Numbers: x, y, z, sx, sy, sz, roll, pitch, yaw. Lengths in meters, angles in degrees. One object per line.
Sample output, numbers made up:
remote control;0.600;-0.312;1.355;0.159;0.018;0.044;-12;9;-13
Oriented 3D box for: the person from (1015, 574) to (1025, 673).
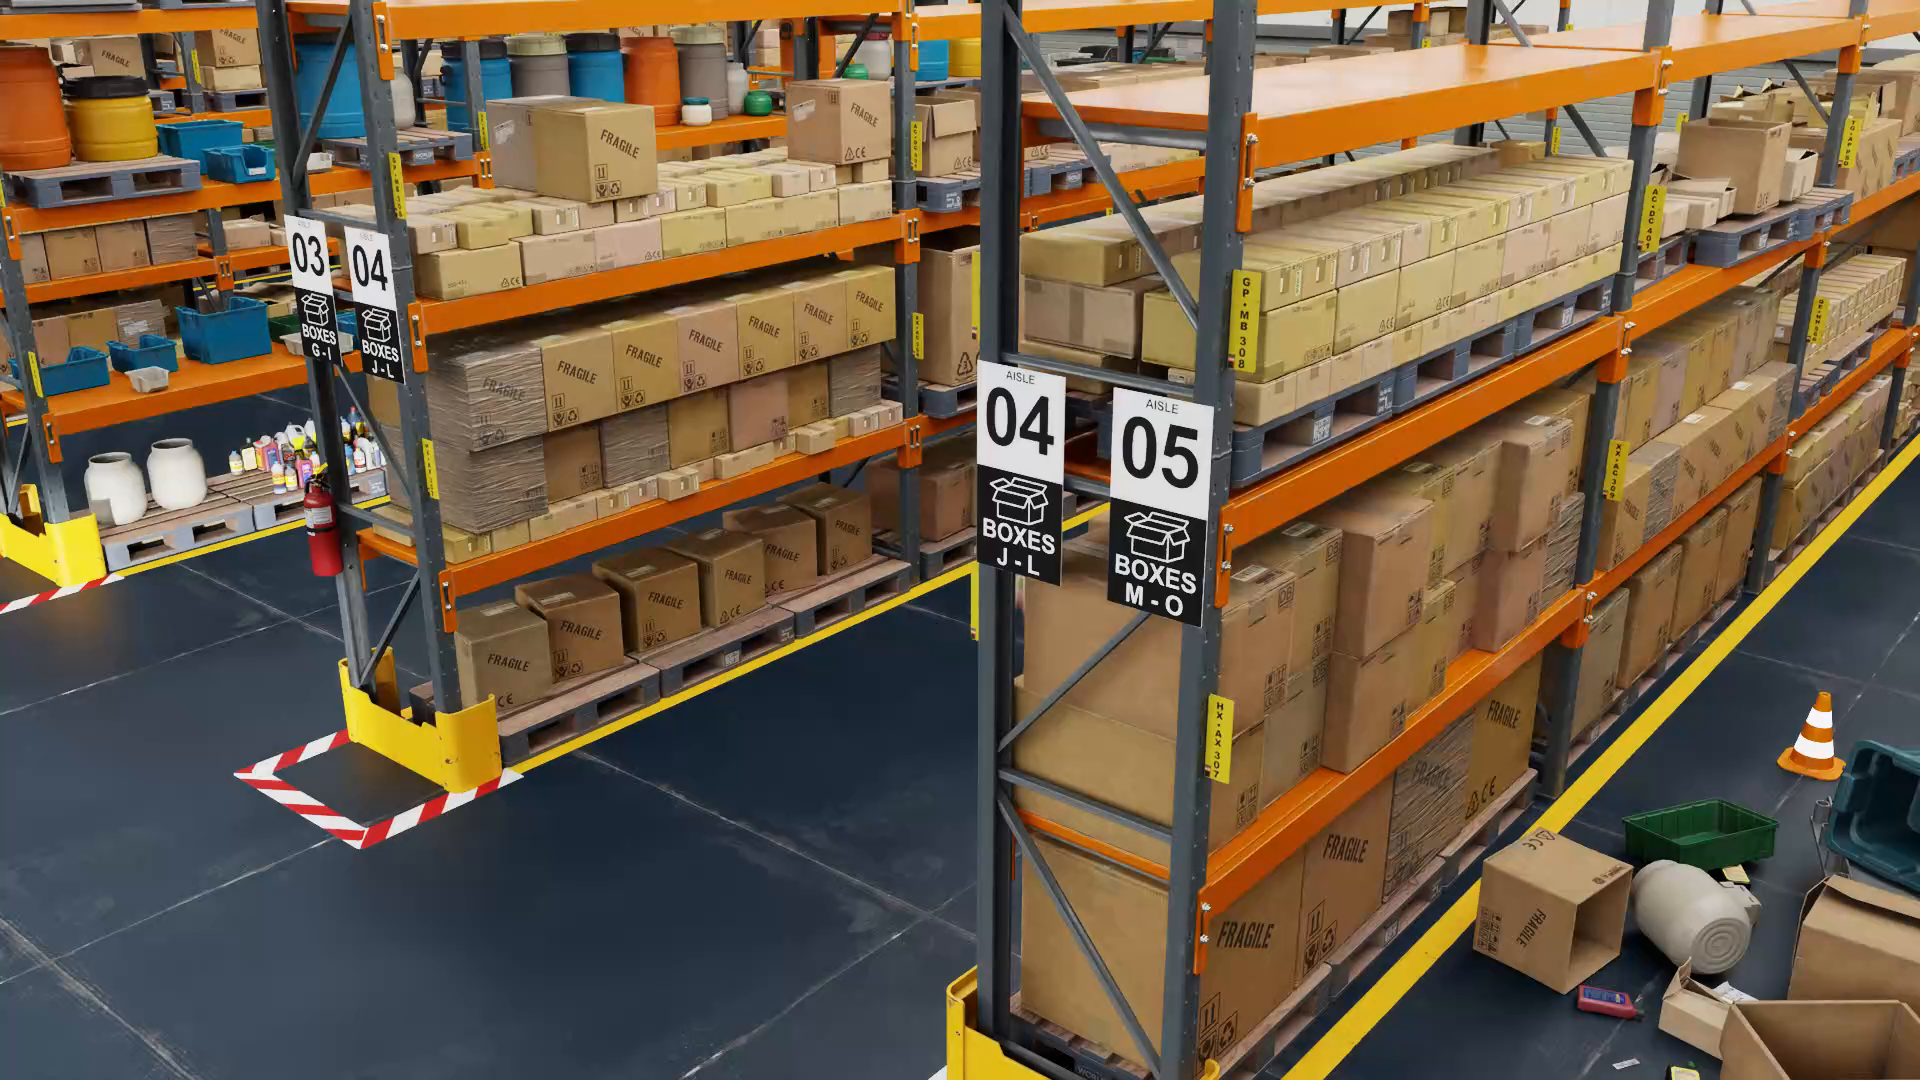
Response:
person;0.684;0.547;10.763;0.848;0.864;0.468;14;25;34
